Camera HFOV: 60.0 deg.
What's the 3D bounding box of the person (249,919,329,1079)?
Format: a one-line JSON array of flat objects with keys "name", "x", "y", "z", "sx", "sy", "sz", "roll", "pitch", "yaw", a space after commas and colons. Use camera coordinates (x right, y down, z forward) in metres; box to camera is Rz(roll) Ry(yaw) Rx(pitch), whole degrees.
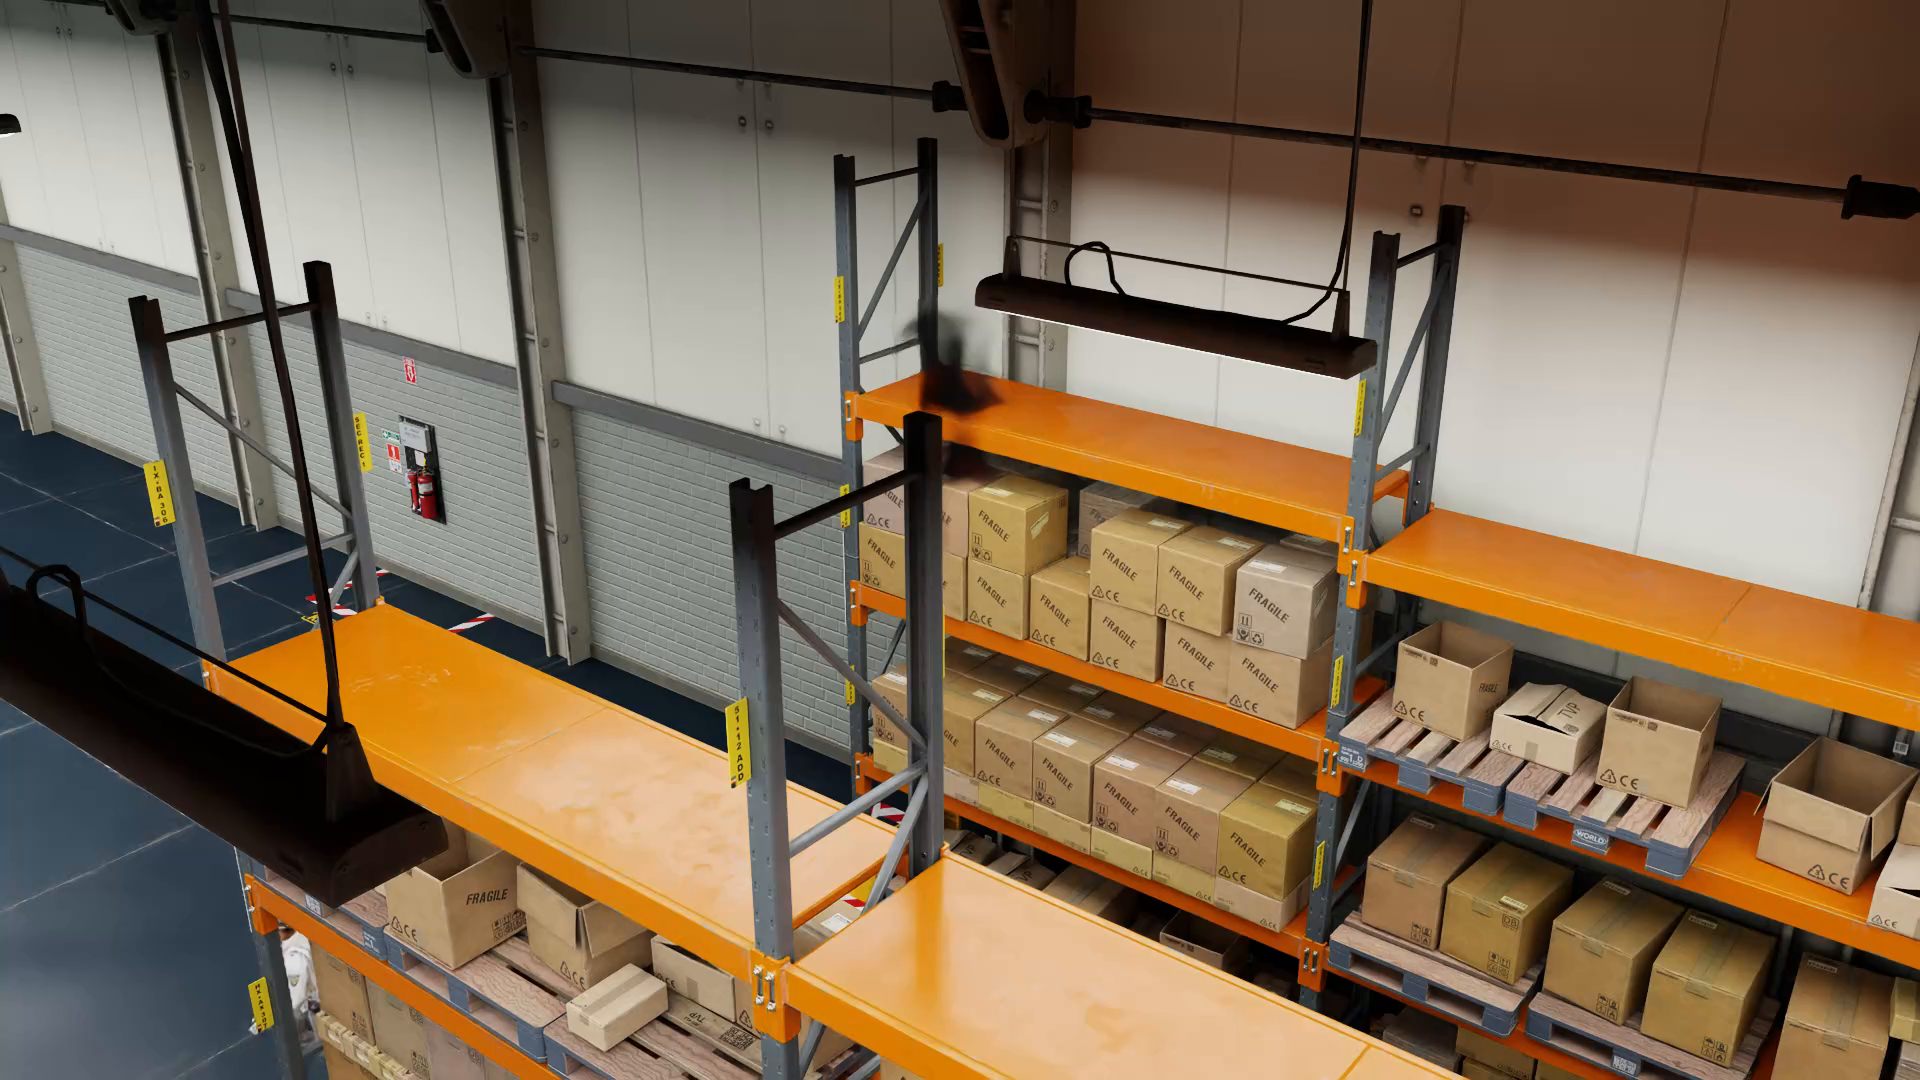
[{"name": "person", "x": -4.350, "y": 3.100, "z": 11.108, "sx": 0.735, "sy": 1.619, "sz": 0.564, "roll": -8, "pitch": 24, "yaw": -19}]
